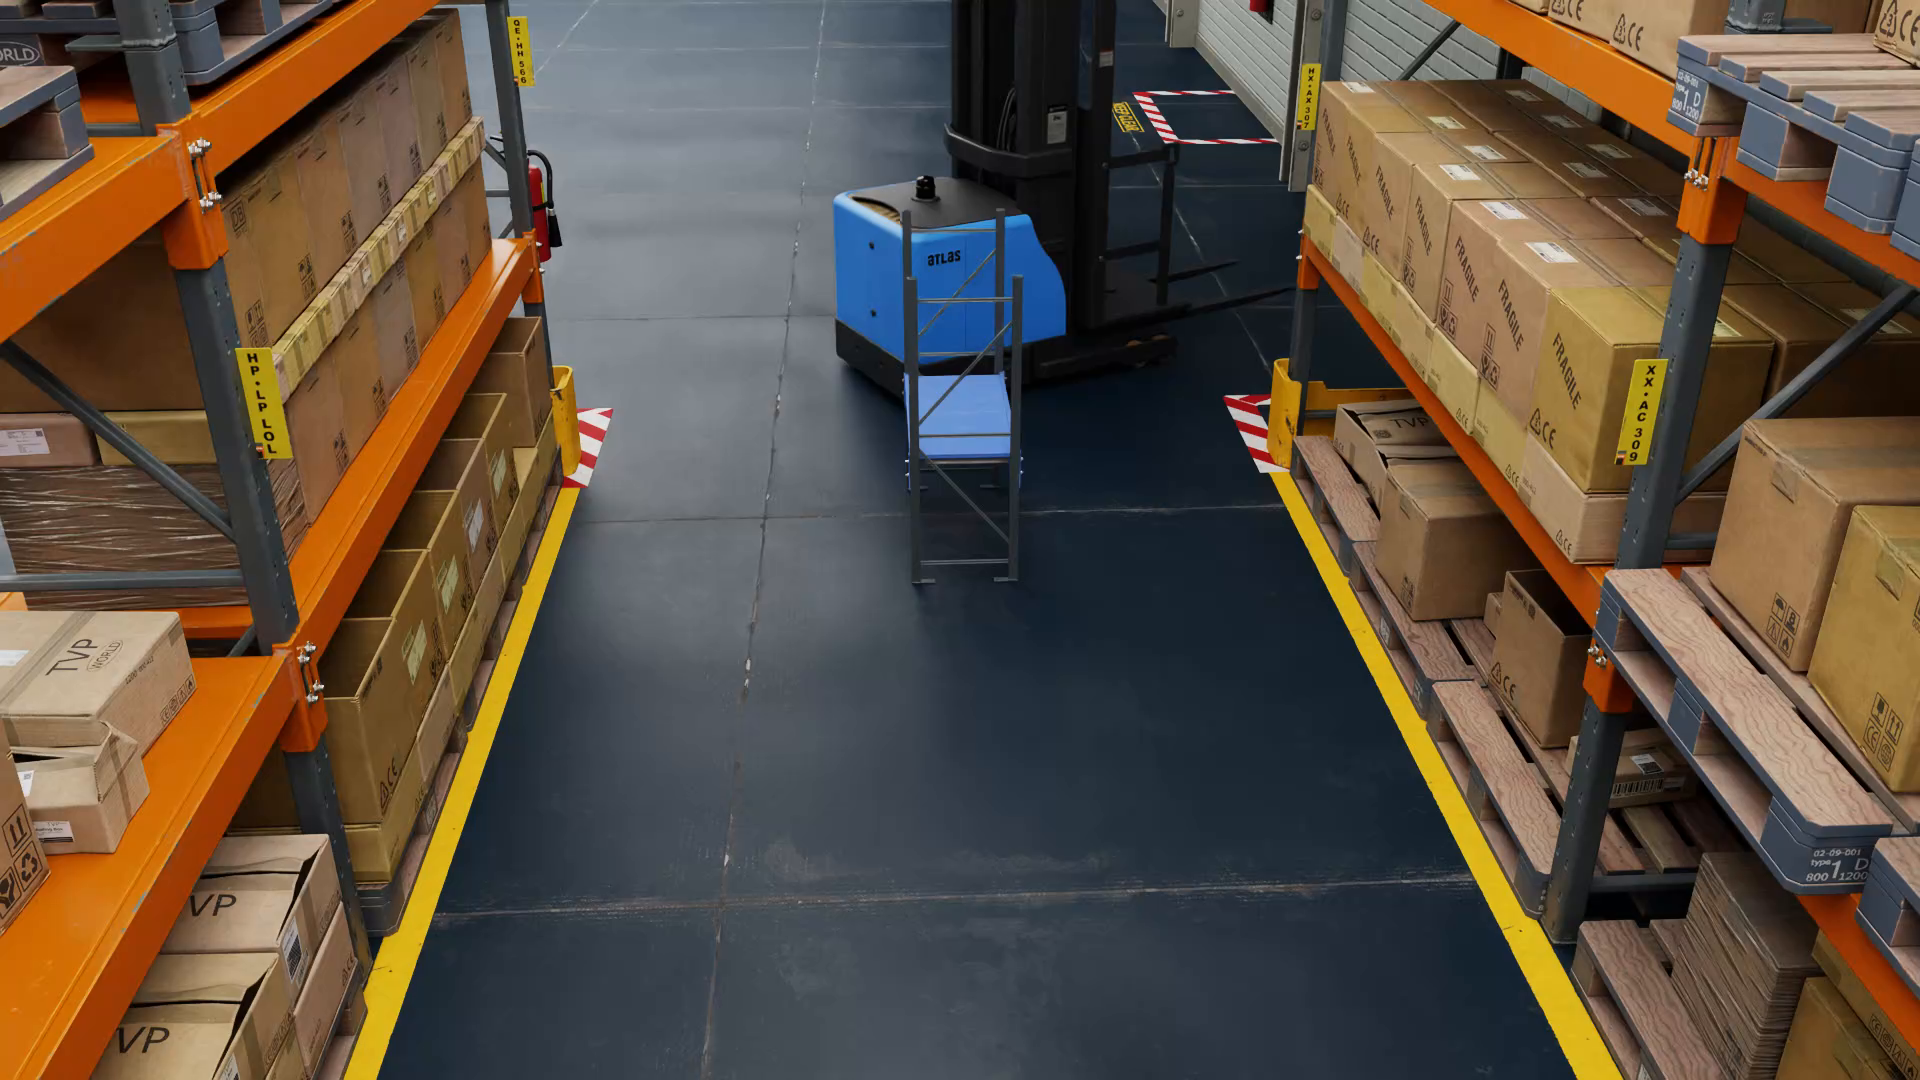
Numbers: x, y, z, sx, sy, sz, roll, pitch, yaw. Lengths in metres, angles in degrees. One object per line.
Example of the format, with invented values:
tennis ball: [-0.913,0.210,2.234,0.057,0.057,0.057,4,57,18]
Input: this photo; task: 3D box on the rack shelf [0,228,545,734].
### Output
rack shelf: [-2.553,-0.480,6.705,1.077,0.370,4.000,-1,28,-3]

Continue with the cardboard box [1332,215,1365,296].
cardboard box: [2.039,-1.314,7.667,0.500,0.250,0.500,-2,28,-4]

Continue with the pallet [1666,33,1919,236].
pallet: [2.424,-0.956,3.799,1.213,0.211,1.003,-1,28,-3]

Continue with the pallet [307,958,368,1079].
pallet: [-2.372,1.700,4.762,1.003,0.211,1.213,-1,28,-3]

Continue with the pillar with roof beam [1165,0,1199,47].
pillar with roof beam: [-1.736,-9.640,17.002,9.100,9.000,0.400,-1,28,-3]

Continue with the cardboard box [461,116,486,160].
cardboard box: [-2.448,-1.883,7.807,0.380,0.149,0.250,-2,28,-4]

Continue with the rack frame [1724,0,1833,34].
rack frame: [2.498,-2.657,3.614,1.000,3.000,0.127,-1,28,-3]

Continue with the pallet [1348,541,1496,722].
pallet: [2.361,0.365,7.322,1.003,0.211,1.213,-1,28,-3]

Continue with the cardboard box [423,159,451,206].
cardboard box: [-2.408,-1.528,7.126,0.380,0.149,0.250,-1,28,-2]

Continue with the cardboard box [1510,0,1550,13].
cardboard box: [2.144,-2.096,5.652,0.500,0.500,0.500,-2,28,-5]

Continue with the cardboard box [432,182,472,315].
cardboard box: [-2.614,-1.309,7.408,0.700,0.500,0.500,-1,28,-1]

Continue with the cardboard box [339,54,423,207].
cardboard box: [-2.583,-1.627,6.614,0.700,0.500,0.500,-1,28,-2]

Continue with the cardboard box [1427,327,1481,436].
cardboard box: [2.111,-0.613,6.322,0.500,0.250,0.500,-2,28,-3]

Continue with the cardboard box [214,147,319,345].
cardboard box: [-2.506,-0.933,5.285,0.700,0.500,0.500,-1,28,-3]

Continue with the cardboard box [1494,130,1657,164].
cardboard box: [2.574,-1.435,7.088,0.500,0.500,0.500,-2,28,-4]

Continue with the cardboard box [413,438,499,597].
cardboard box: [-2.241,-0.090,6.887,0.500,0.500,0.500,-1,28,-3]

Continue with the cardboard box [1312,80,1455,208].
cardboard box: [2.014,-1.892,7.963,0.500,0.500,0.500,-1,28,-3]

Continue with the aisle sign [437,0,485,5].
aisle sign: [-2.368,-2.913,7.781,0.394,0.787,0.004,-1,28,-3]

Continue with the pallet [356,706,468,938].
pallet: [-2.449,0.992,6.119,1.003,0.211,1.213,-1,28,-3]

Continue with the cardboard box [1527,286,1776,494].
cardboard box: [2.164,-0.483,5.262,0.500,0.500,0.500,-1,28,-3]

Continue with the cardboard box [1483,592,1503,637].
cardboard box: [2.434,0.333,6.976,0.380,0.149,0.250,-4,28,-7]

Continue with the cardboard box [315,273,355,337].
cardboard box: [-2.324,-0.808,5.746,0.380,0.149,0.250,-2,28,-4]

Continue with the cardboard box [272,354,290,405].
cardboard box: [-2.283,-0.452,5.064,0.380,0.149,0.250,-1,28,-2]

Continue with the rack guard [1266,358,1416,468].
rack guard: [2.293,-0.701,9.053,1.175,0.500,0.348,-1,28,-3]

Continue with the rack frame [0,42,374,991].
rack frame: [-2.449,0.124,4.768,1.000,3.000,0.127,-1,28,-3]

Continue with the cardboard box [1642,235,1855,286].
cardboard box: [2.659,-0.733,5.742,0.500,0.500,0.500,-2,28,-3]

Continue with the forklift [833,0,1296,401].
forklift: [0.762,-2.562,9.993,3.031,2.935,1.130,-15,31,-27]

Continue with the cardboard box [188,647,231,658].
cardboard box: [-2.706,0.385,5.977,0.500,0.500,0.500,-1,28,-3]

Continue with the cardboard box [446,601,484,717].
cardboard box: [-2.212,0.474,6.618,0.500,0.250,0.500,-1,28,-3]

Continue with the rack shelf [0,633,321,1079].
rack shelf: [-2.345,1.367,3.164,1.077,0.370,4.000,-1,28,-3]

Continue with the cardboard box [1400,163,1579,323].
cardboard box: [2.089,-1.186,6.610,0.500,0.500,0.500,-1,28,-1]

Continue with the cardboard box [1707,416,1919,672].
cardboard box: [2.490,-0.001,4.424,0.700,0.500,0.500,-1,28,-2]

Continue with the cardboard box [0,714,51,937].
cardboard box: [-2.398,0.678,3.598,0.500,0.500,0.500,1,28,1]

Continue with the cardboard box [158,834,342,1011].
cardboard box: [-2.142,1.089,4.832,0.500,0.311,0.500,-1,28,-3]

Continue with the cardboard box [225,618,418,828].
cardboard box: [-2.161,0.603,5.559,0.500,0.500,0.500,-1,28,-3]

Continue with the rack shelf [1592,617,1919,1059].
rack shelf: [2.602,1.245,3.396,1.077,0.370,4.000,-1,28,-3]

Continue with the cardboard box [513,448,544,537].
cardboard box: [-2.297,-0.219,7.945,0.500,0.250,0.500,-1,28,-3]

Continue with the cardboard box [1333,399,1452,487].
cardboard box: [2.235,-0.526,8.446,0.500,0.311,0.500,-4,28,-8]

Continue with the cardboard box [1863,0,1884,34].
cardboard box: [2.724,-1.613,4.725,0.500,0.500,0.500,0,28,-1]

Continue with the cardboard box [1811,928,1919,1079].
cardboard box: [2.579,1.126,4.263,0.500,0.250,0.500,-2,28,-4]

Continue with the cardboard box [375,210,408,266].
cardboard box: [-2.364,-1.167,6.434,0.380,0.149,0.250,-2,28,-3]

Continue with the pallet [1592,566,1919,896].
pallet: [2.392,0.444,4.362,1.003,0.211,1.213,-1,28,-3]

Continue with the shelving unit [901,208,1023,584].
shelving unit: [-0.004,-0.704,7.979,0.538,1.500,1.048,-1,28,-3]

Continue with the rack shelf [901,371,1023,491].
rack shelf: [-0.004,-0.545,8.062,0.538,0.185,1.000,-1,28,-3]

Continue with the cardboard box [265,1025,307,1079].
cardboard box: [-2.113,1.575,4.505,0.500,0.250,0.500,-2,28,-3]

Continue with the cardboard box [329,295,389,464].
cardboard box: [-2.535,-0.600,6.049,0.700,0.500,0.500,-1,28,-2]

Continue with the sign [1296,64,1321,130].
sign: [1.747,-2.215,8.317,0.100,0.325,0.005,-1,28,-3]
